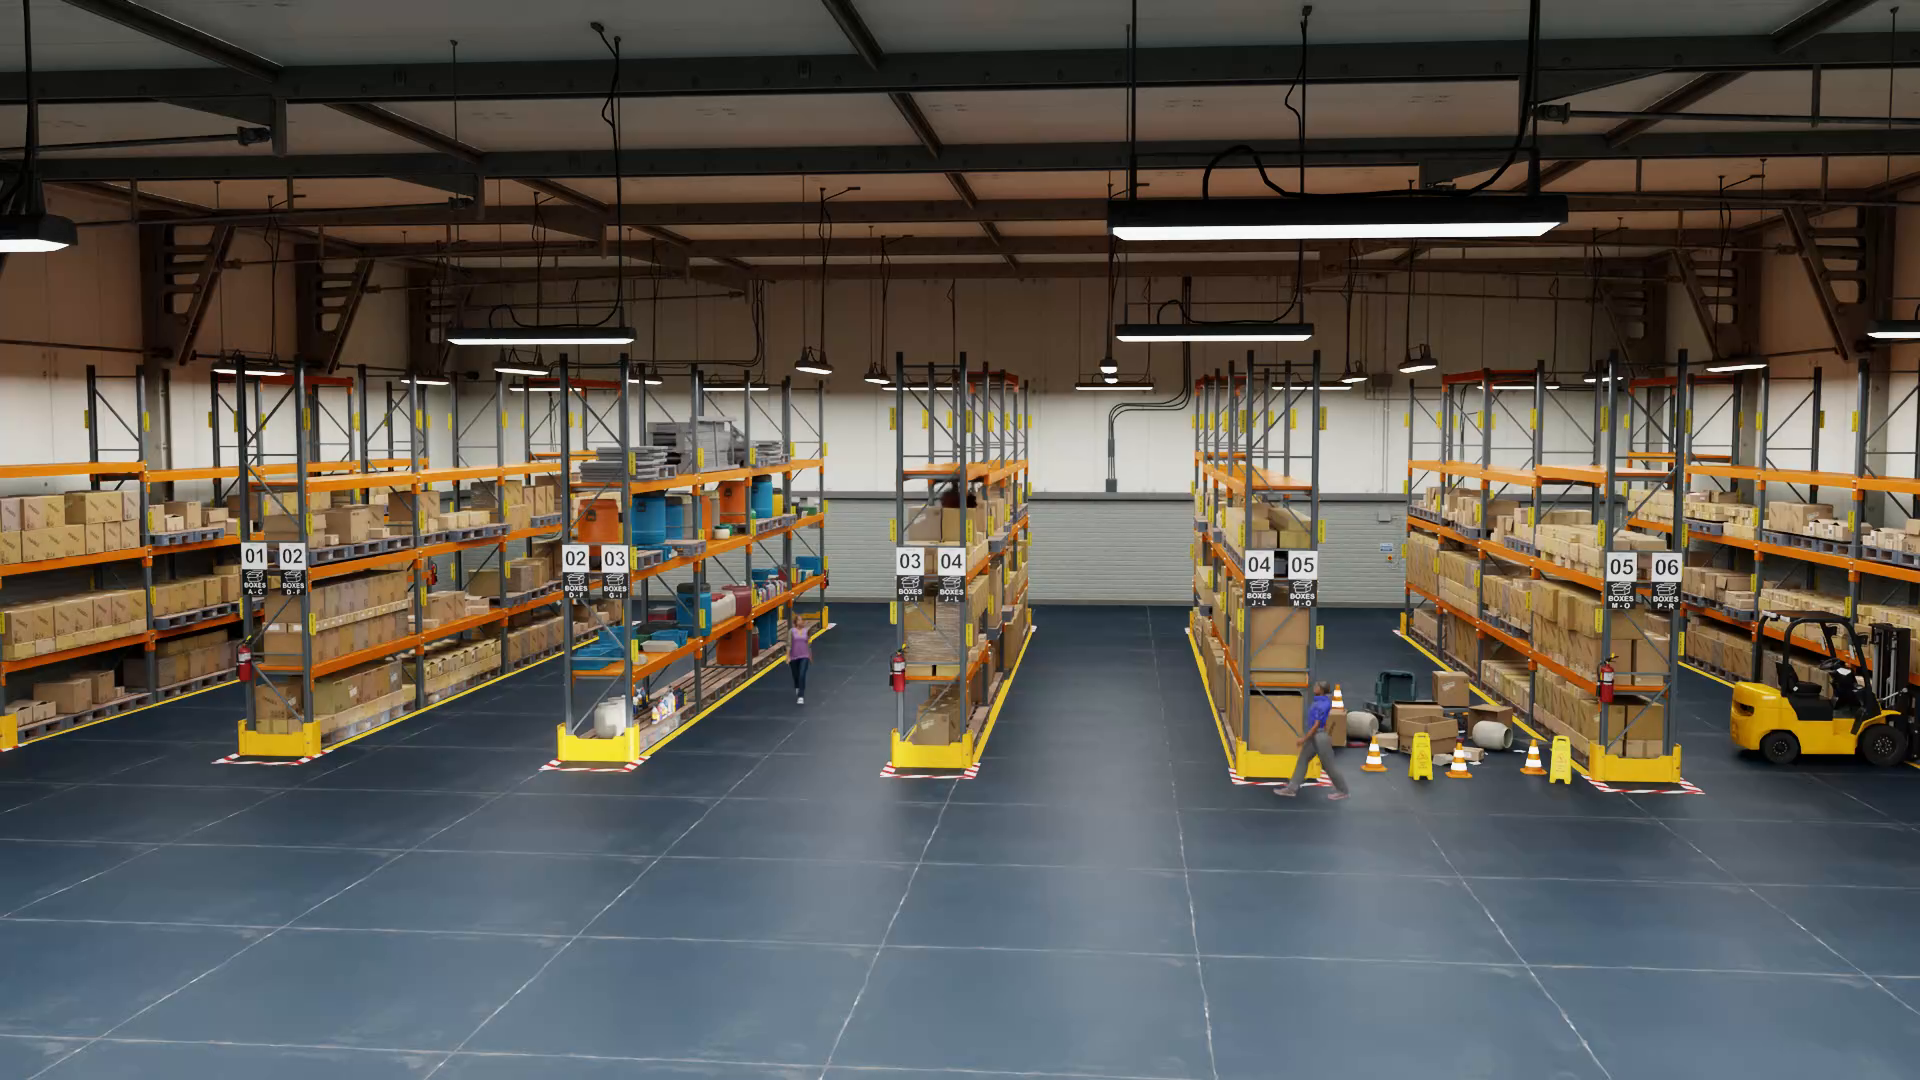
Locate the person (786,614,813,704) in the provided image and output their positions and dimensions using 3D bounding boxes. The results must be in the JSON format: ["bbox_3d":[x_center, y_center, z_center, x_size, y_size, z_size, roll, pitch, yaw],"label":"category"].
[{"bbox_3d":[-2.868,2.106,29.768,0.470,1.552,0.822,0,4,0],"label":"person"}]

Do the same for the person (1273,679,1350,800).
[{"bbox_3d":[4.648,2.629,21.912,0.964,1.585,0.456,0,4,0],"label":"person"}]

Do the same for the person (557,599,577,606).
[{"bbox_3d":[-10.474,0.944,44.586,0.599,1.744,0.805,-4,6,-44],"label":"person"}]
